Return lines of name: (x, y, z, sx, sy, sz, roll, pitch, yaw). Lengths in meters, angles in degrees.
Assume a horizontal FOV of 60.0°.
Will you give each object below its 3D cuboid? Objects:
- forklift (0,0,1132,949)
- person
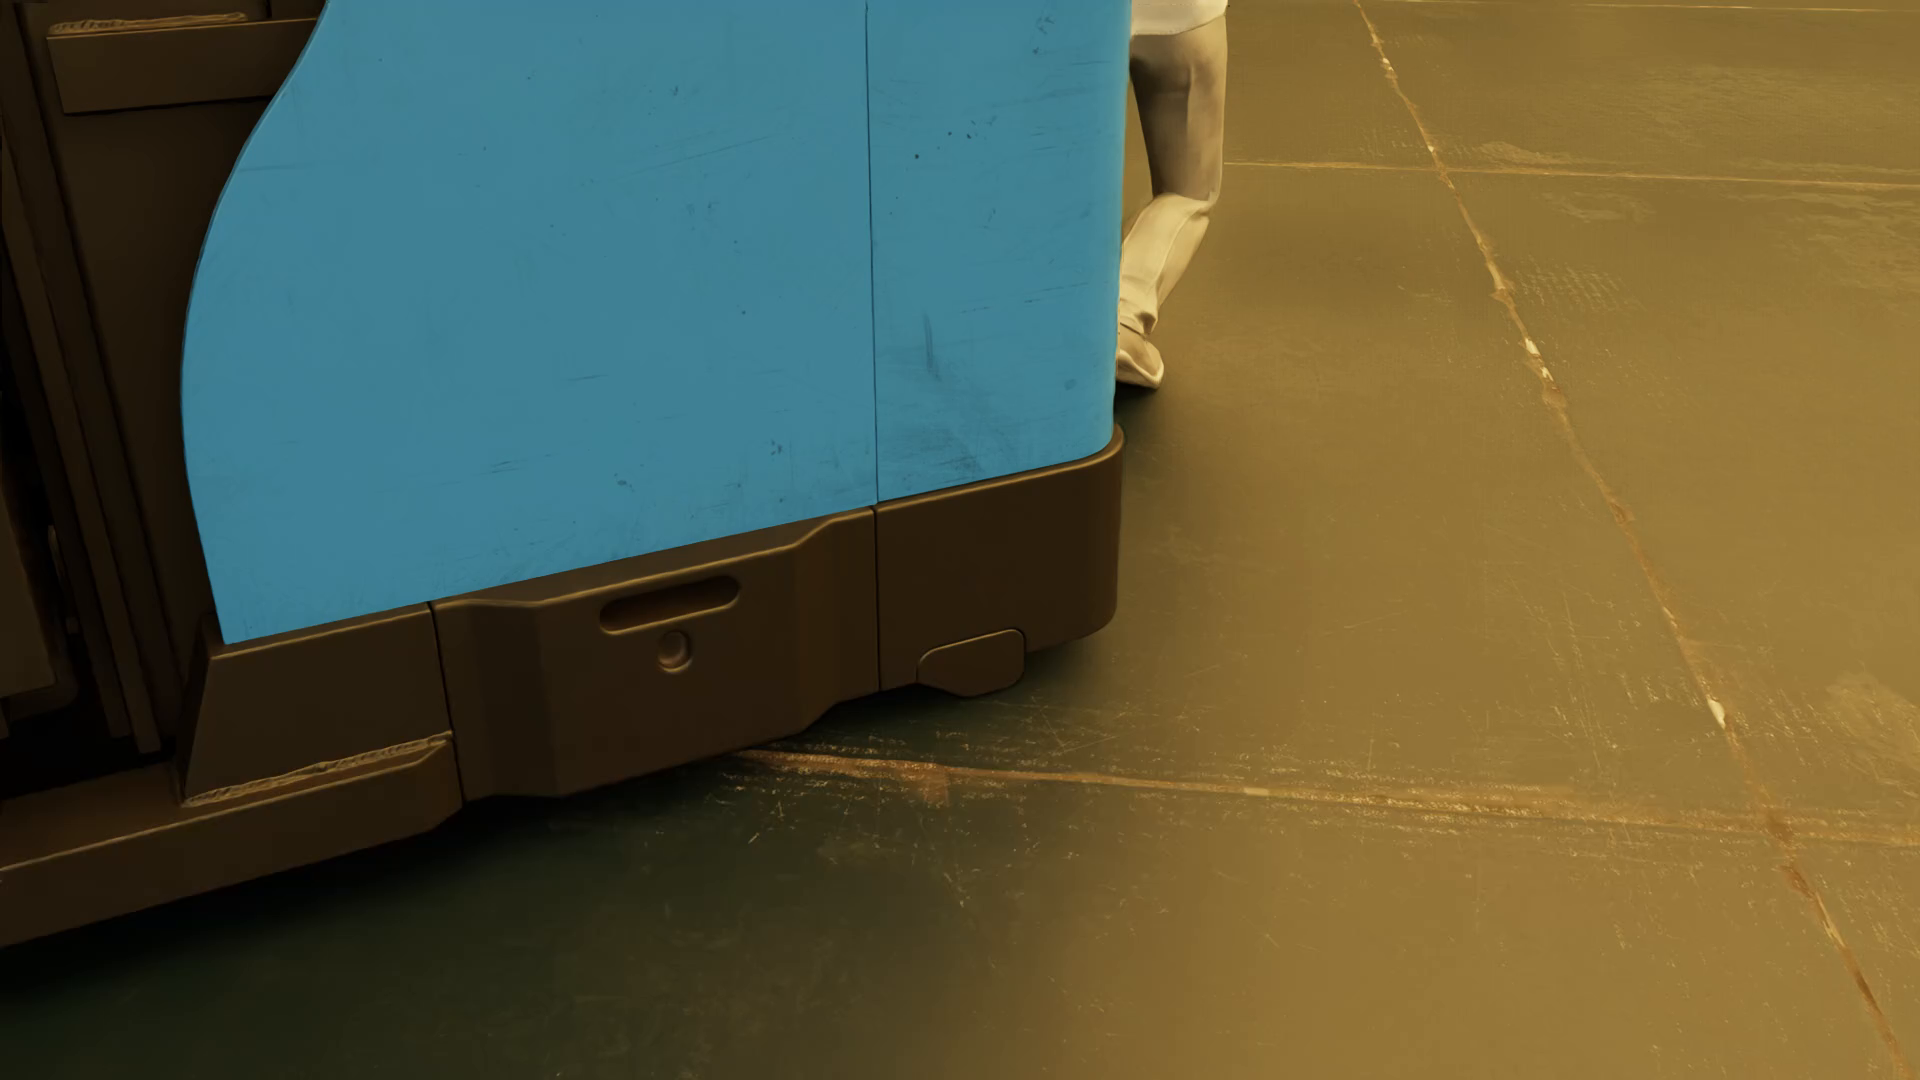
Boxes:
forklift: (-1.345, -1.040, 1.302, 3.031, 2.935, 1.130, -13, 29, -24)
person: (0.013, -1.032, 2.923, 1.015, 1.523, 0.826, 0, 27, 0)
